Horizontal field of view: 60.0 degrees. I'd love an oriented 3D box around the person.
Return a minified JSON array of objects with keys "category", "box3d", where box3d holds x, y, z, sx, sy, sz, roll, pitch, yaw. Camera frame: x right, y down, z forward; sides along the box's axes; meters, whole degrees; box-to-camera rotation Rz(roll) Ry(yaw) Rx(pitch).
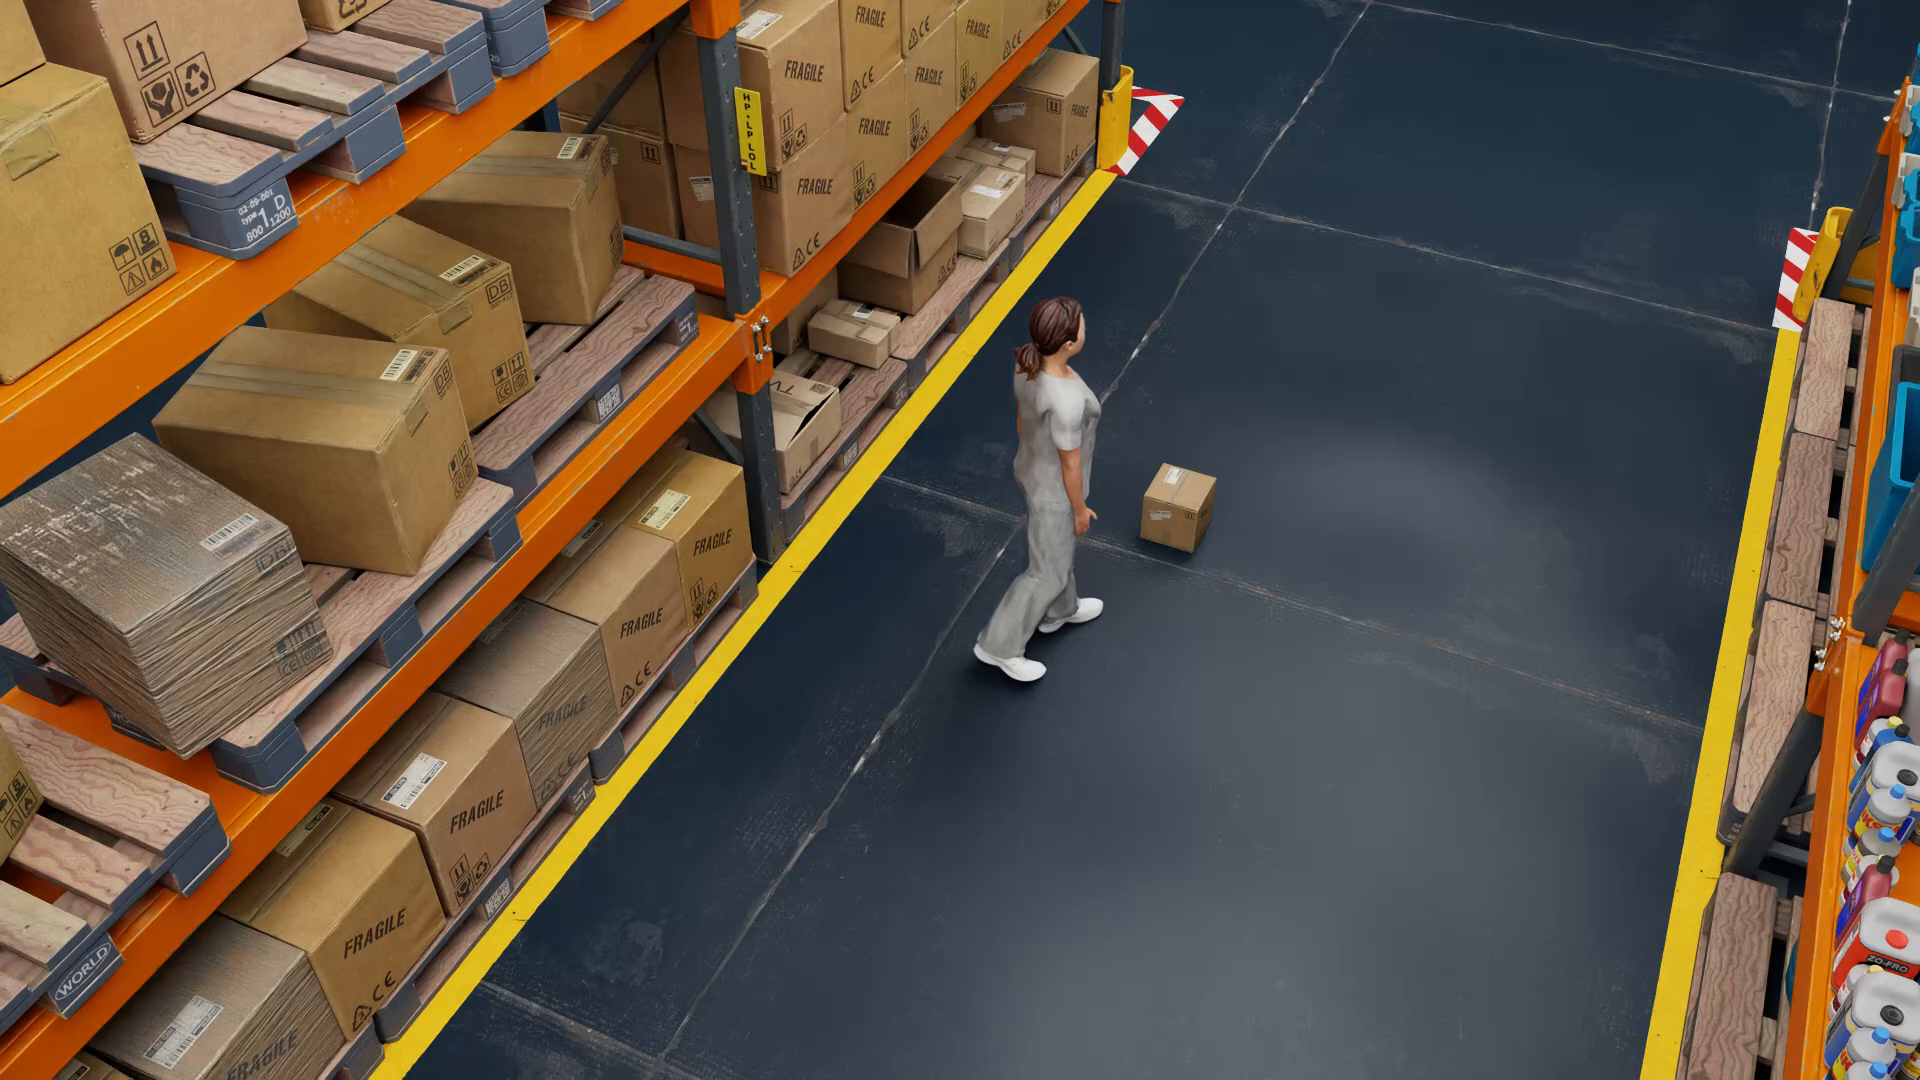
[{"category":"person","box3d":[0.337,-0.198,6.372,0.627,1.671,0.482,-13,44,-14]}]
